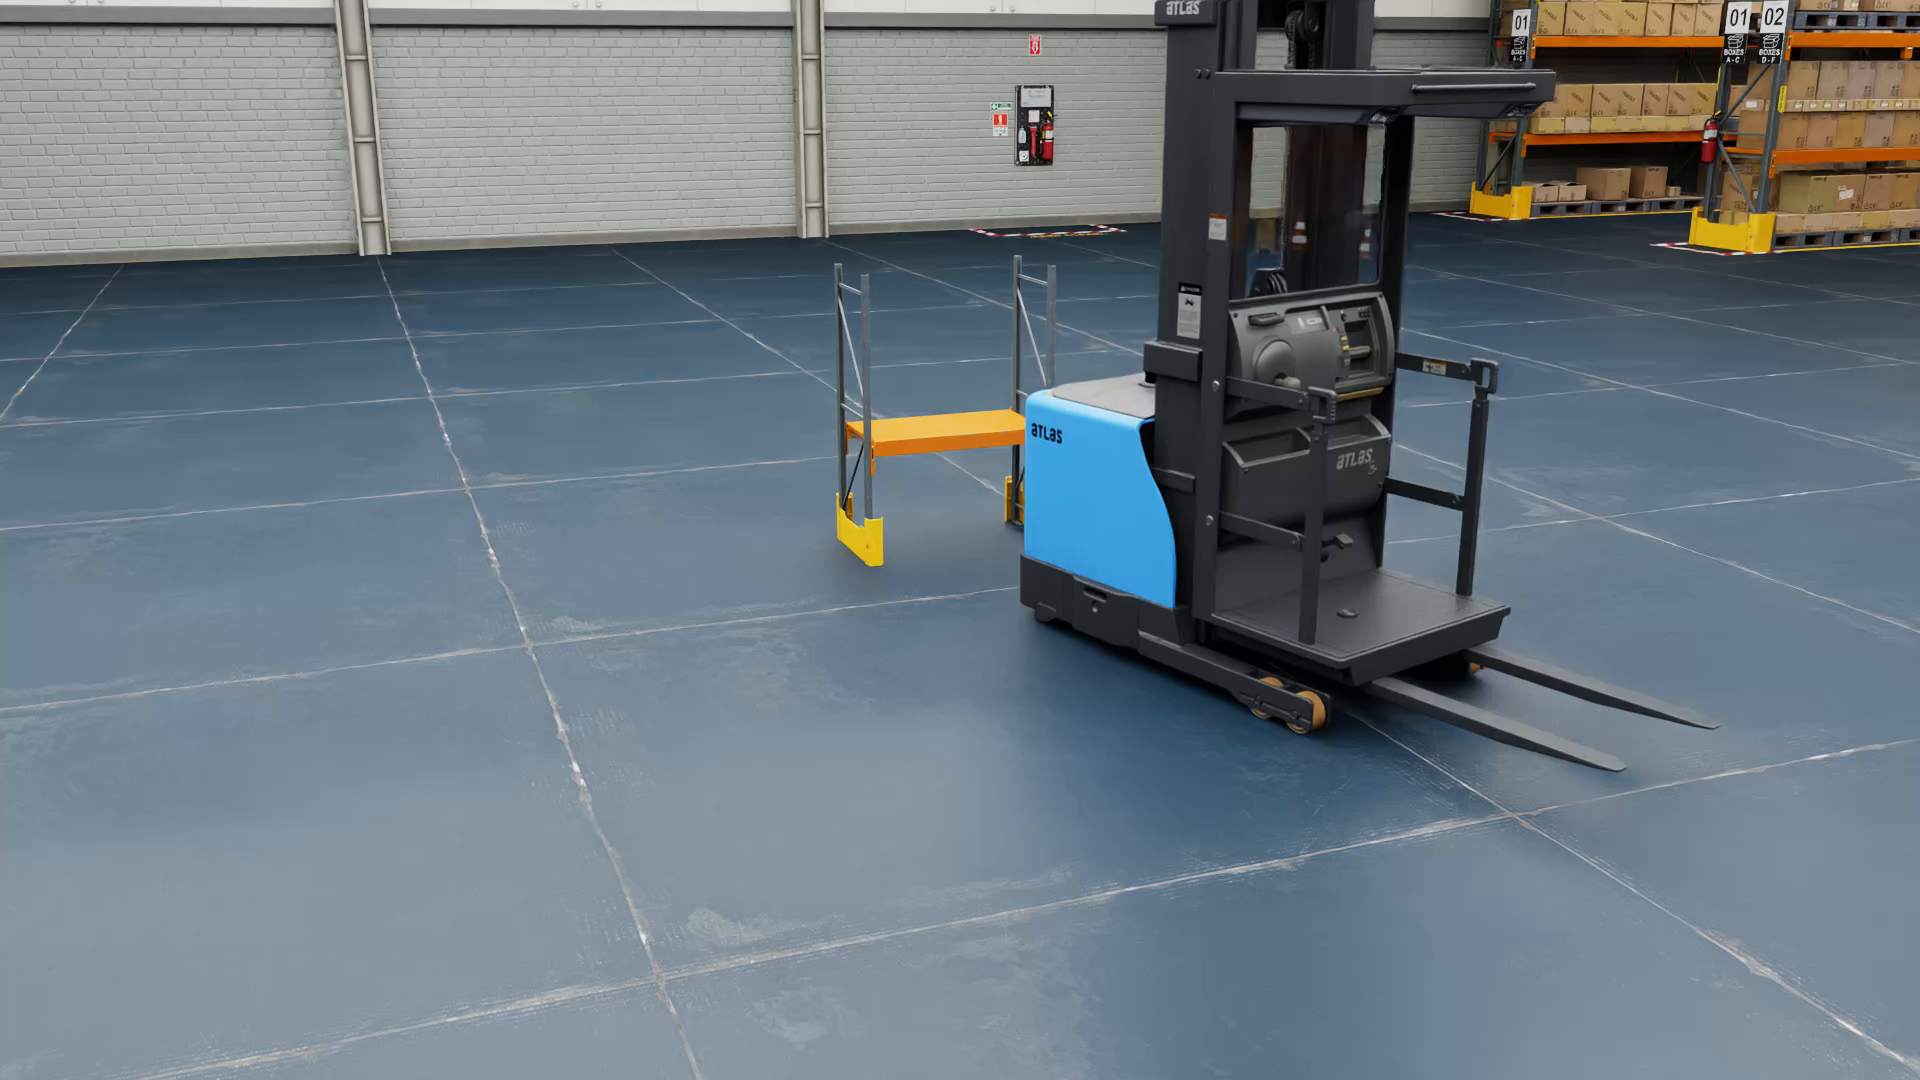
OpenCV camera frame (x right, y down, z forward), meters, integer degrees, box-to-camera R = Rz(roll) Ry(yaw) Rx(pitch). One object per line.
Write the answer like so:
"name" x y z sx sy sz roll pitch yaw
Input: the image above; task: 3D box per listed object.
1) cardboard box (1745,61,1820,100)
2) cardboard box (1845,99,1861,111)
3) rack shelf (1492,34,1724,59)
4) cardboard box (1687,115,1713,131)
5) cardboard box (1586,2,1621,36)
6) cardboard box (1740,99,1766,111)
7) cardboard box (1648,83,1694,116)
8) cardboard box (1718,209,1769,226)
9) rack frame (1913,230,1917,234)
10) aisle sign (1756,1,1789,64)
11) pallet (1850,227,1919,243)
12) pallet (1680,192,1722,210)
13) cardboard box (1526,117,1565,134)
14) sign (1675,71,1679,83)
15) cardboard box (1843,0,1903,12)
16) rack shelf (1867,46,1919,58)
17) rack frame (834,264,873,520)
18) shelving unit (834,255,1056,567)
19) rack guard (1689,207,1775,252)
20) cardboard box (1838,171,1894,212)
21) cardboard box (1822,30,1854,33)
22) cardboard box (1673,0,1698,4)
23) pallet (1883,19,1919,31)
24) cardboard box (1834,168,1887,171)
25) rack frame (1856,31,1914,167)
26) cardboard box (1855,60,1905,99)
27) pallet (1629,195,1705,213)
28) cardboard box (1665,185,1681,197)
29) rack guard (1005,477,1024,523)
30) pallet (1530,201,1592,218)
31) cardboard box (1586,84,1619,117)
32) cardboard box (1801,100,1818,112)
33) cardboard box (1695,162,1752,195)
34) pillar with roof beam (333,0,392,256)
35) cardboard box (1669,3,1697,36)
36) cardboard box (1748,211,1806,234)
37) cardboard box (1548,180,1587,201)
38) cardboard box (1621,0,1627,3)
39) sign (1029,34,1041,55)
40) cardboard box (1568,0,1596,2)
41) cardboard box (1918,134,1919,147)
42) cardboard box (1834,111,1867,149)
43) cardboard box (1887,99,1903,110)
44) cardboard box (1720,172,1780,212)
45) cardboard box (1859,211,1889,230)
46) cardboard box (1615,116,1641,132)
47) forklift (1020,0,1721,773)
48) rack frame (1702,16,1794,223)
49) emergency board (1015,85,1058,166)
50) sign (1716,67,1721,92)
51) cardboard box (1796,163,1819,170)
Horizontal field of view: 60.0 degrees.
"cardboard box" 11.001 -6.154 22.252 0.500 0.500 0.700 -6 17 -20
"cardboard box" 11.918 -5.881 22.474 0.250 0.149 0.380 -7 18 -22
"rack shelf" 10.602 -8.033 27.084 4.000 0.370 1.077 -6 17 -20
"cardboard box" 12.136 -6.951 27.676 0.500 0.250 0.500 -6 17 -20
"cardboard box" 10.134 -8.301 26.504 0.500 0.500 0.500 -5 17 -18
"cardboard box" 10.800 -5.883 22.478 0.250 0.149 0.380 -6 18 -21
"cardboard box" 11.675 -7.258 27.389 0.500 0.500 0.500 -6 17 -20
"cardboard box" 10.906 -4.449 23.059 0.500 0.250 0.500 -6 17 -20
"rack frame" 14.246 -5.838 23.655 0.127 3.000 1.000 -6 17 -20
"aisle sign" 10.559 -6.595 21.618 0.004 0.787 0.394 -6 17 -20
"pallet" 13.488 -4.431 23.812 1.213 0.211 1.003 -6 17 -20
"pallet" 13.196 -5.882 28.754 1.213 0.211 1.003 -6 17 -20
"cardboard box" 9.304 -6.641 26.620 0.500 0.250 0.500 -7 18 -22
"sign" 12.268 -7.842 28.425 0.005 0.325 0.100 -6 17 -20
"cardboard box" 12.159 -7.286 22.091 0.500 0.500 0.500 -6 17 -20
"rack shelf" 18.073 -8.840 29.831 4.000 0.370 1.077 -6 17 -20
"rack frame" -0.554 -0.660 8.683 0.032 1.500 0.500 -6 17 -20
"shelving unit" -0.071 -0.712 8.861 1.083 1.500 0.587 -6 17 -20
"rack guard" 10.488 -4.233 22.626 0.348 0.500 1.175 -6 17 -20
"cardboard box" 12.493 -4.823 23.002 0.500 0.500 0.500 -6 17 -20
"cardboard box" 14.962 -8.936 28.663 0.637 0.503 0.797 -4 17 -12
"cardboard box" 11.588 -8.937 26.898 0.500 0.500 0.500 -5 17 -17
"pallet" 13.459 -7.142 22.929 1.213 0.211 1.003 -6 17 -20
"cardboard box" 12.767 -5.015 23.655 0.500 0.500 0.500 -6 17 -20
"rack frame" 16.205 -7.544 29.465 0.127 3.000 1.000 -6 17 -20
"cardboard box" 12.428 -6.310 22.783 0.500 0.500 0.700 -6 17 -20
"pallet" 11.856 -5.726 28.223 1.213 0.211 1.003 -6 17 -20
"cardboard box" 11.981 -5.931 28.219 0.250 0.166 0.380 -9 18 -27
"rack guard" 0.394 -0.162 9.208 0.087 0.250 0.587 -6 17 -20
"pallet" 9.577 -5.480 27.385 1.213 0.211 1.003 -6 17 -20
"cardboard box" 10.238 -7.102 26.859 0.500 0.500 0.500 -7 18 -22
"cardboard box" 11.200 -5.804 22.211 0.250 0.149 0.380 -7 18 -22
"cardboard box" 13.151 -6.231 28.650 0.500 0.500 0.700 -6 17 -18
"pillar with roof beam" -6.189 -6.967 16.852 0.400 9.000 9.100 -6 17 -20
"cardboard box" 11.610 -8.474 27.095 0.500 0.500 0.500 -8 18 -25
"cardboard box" 11.091 -4.313 22.595 0.500 0.250 0.500 -6 17 -20
"cardboard box" 9.945 -5.762 27.388 0.500 0.311 0.500 -5 17 -15
"cardboard box" 10.490 -8.977 27.033 0.500 0.500 0.500 -6 17 -20
"sign" 1.112 -7.330 24.620 0.199 0.298 0.001 -6 17 -20
"cardboard box" 9.668 -8.727 26.180 0.500 0.500 0.500 -6 18 -21
"cardboard box" 13.344 -5.785 23.296 0.500 0.500 0.700 -6 18 -21
"cardboard box" 11.906 -5.629 22.766 0.500 0.500 0.700 -6 17 -20
"cardboard box" 12.636 -5.958 22.736 0.250 0.149 0.380 -6 17 -18
"cardboard box" 10.905 -4.809 22.955 0.500 0.500 0.500 -6 17 -20
"cardboard box" 12.493 -4.463 23.108 0.500 0.250 0.500 -6 17 -20
"cardboard box" 10.735 -6.797 27.152 0.500 0.250 0.500 -6 17 -20
"forklift" 1.576 -0.804 6.635 1.130 2.935 3.031 -12 20 -36
"rack frame" 10.511 -5.435 22.282 0.127 3.000 1.000 -6 17 -20
"emergency board" 1.155 -6.192 24.860 0.643 1.169 0.194 -6 17 -20
"sign" 10.330 -6.248 22.576 0.005 0.325 0.100 -6 17 -20
"cardboard box" 14.575 -6.391 29.193 0.500 0.500 0.700 -6 17 -20
